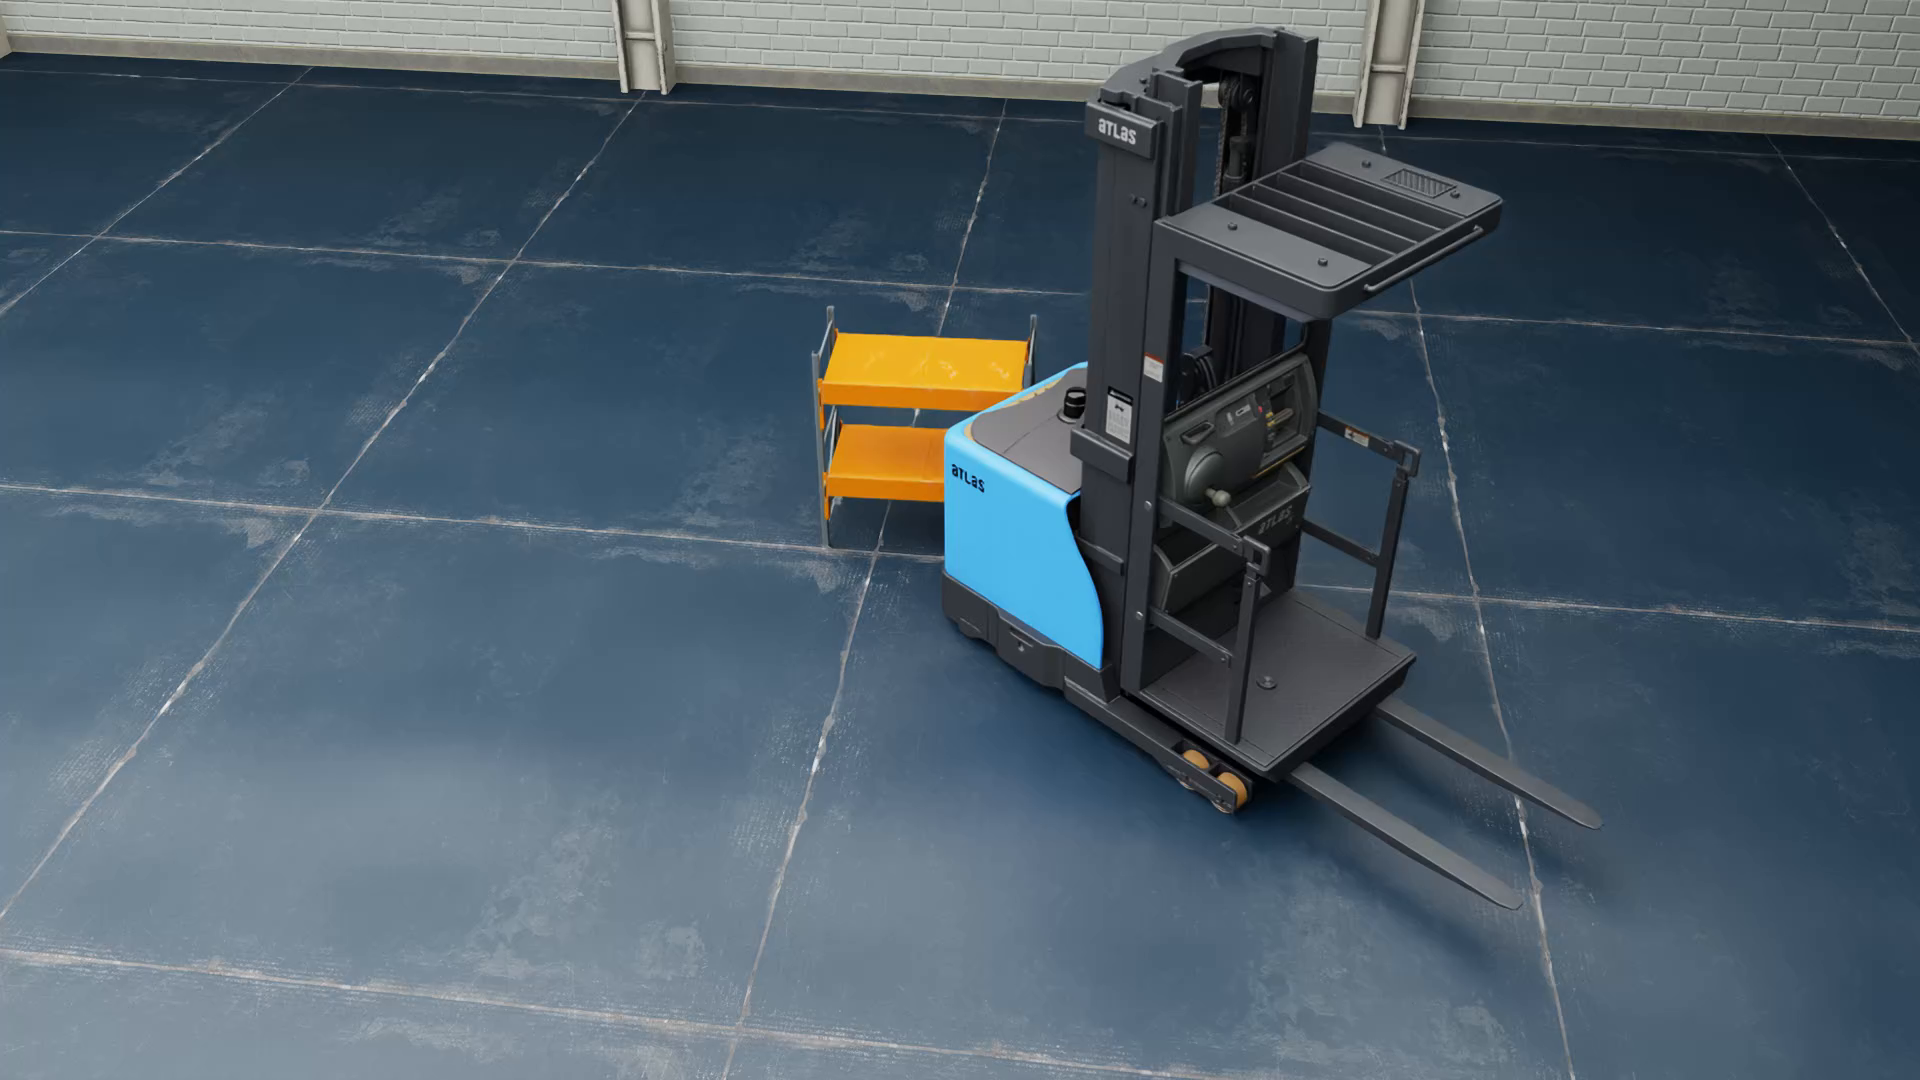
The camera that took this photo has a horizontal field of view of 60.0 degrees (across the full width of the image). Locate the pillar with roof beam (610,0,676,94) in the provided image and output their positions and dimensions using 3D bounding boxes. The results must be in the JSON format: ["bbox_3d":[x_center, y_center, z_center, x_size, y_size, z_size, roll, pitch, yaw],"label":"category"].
[{"bbox_3d":[-3.150,-4.979,7.837,0.400,9.000,9.100,4,36,6],"label":"pillar with roof beam"}]

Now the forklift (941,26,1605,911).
[{"bbox_3d":[1.292,-0.386,6.625,1.130,2.935,3.031,-29,45,-34],"label":"forklift"}]

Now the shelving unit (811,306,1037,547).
[{"bbox_3d":[-0.162,-0.538,8.393,1.048,1.125,0.538,3,36,4],"label":"shelving unit"}]

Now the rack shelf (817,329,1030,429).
[{"bbox_3d":[-0.162,-0.777,8.223,1.000,0.278,0.538,3,36,4],"label":"rack shelf"}]

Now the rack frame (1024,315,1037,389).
[{"bbox_3d":[0.344,-0.510,8.354,0.032,1.125,0.500,3,36,4],"label":"rack frame"}]

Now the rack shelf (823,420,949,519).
[{"bbox_3d":[-0.162,-0.339,8.535,1.000,0.278,0.538,3,36,4],"label":"rack shelf"}]

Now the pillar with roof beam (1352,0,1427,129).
[{"bbox_3d":[2.802,-4.535,7.215,0.400,9.000,9.100,4,36,6],"label":"pillar with roof beam"}]

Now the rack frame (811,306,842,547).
[{"bbox_3d":[-0.668,-0.566,8.432,0.032,1.125,0.500,3,36,4],"label":"rack frame"}]

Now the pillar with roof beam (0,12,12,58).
[{"bbox_3d":[-9.101,-5.423,8.459,0.400,9.000,9.100,4,36,6],"label":"pillar with roof beam"}]
